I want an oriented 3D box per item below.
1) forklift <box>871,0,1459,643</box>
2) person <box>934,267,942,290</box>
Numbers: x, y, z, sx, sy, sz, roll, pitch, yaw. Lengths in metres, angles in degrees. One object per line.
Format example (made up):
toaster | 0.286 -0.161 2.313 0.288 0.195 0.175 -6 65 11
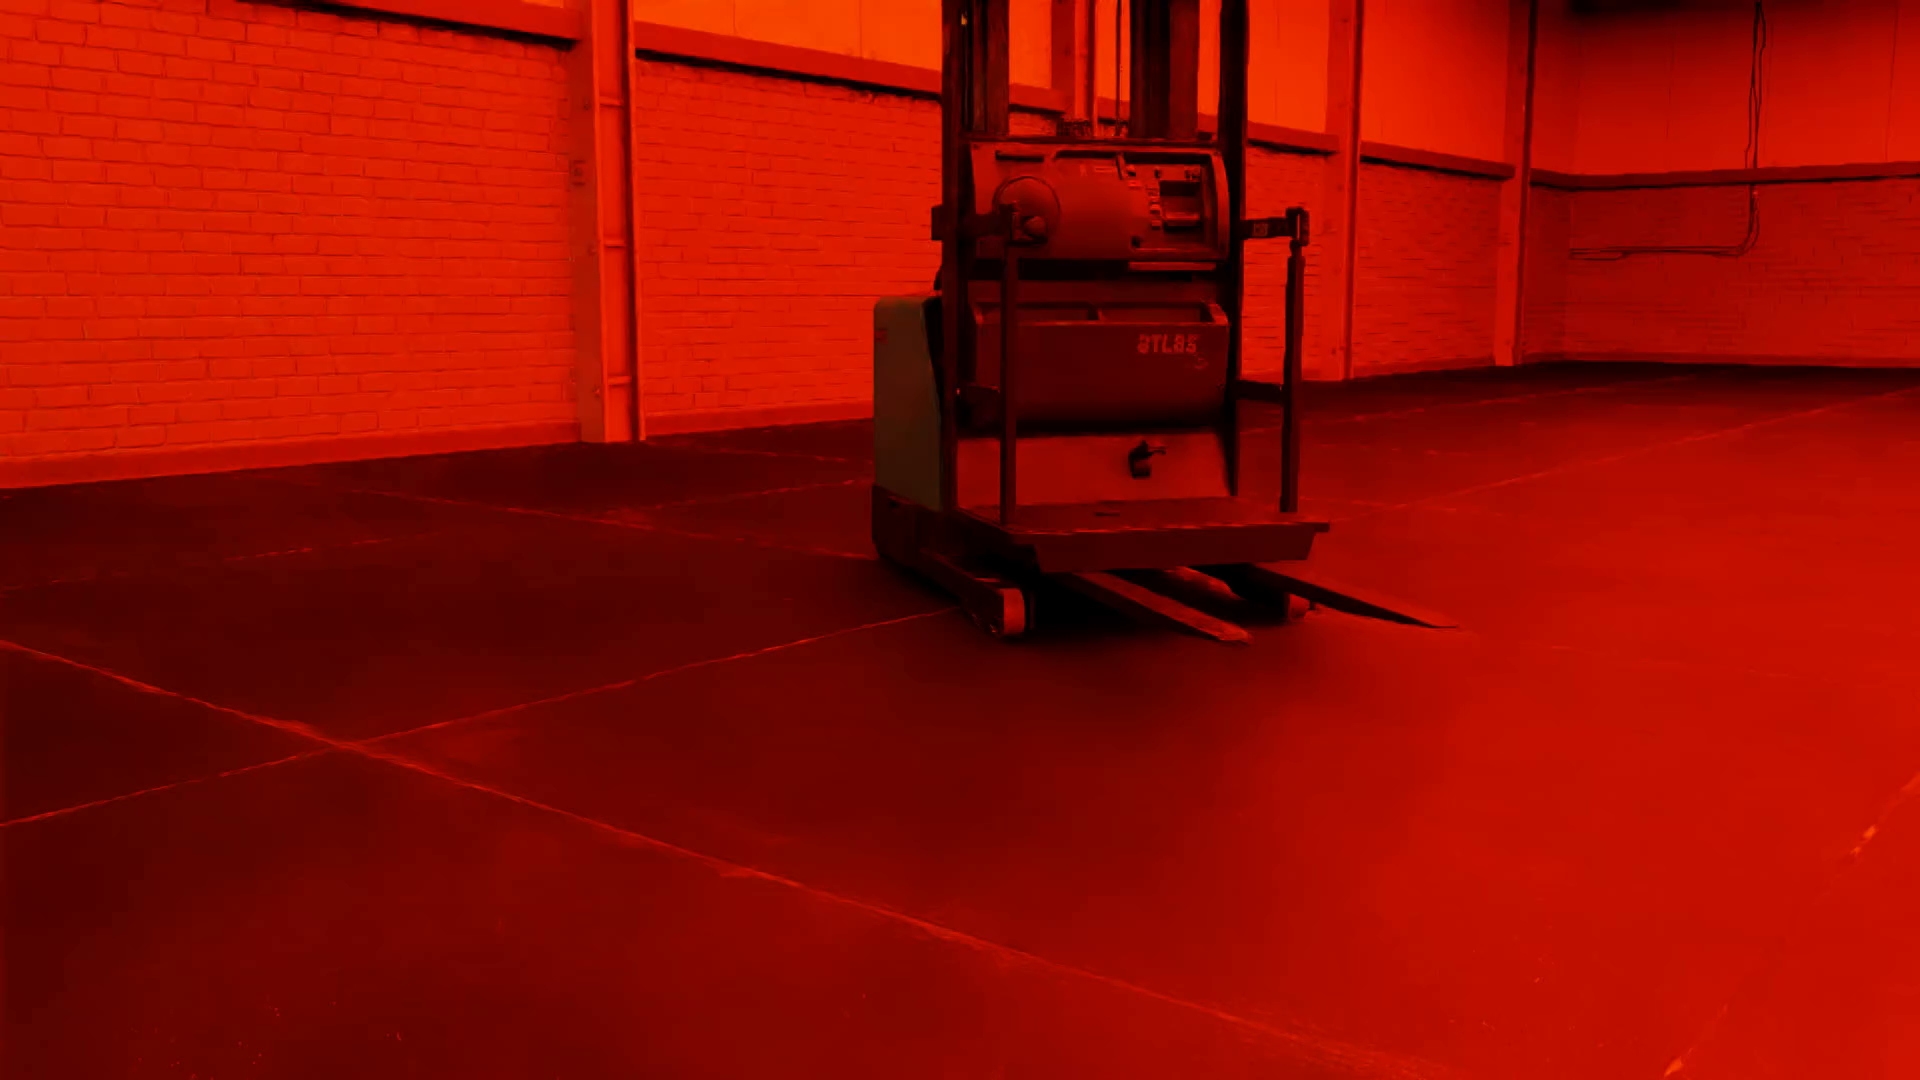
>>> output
forklift | 0.547 -1.203 5.501 1.130 2.935 3.031 -3 9 -17
person | 0.330 -0.762 7.480 0.865 1.495 1.057 -8 11 -42
